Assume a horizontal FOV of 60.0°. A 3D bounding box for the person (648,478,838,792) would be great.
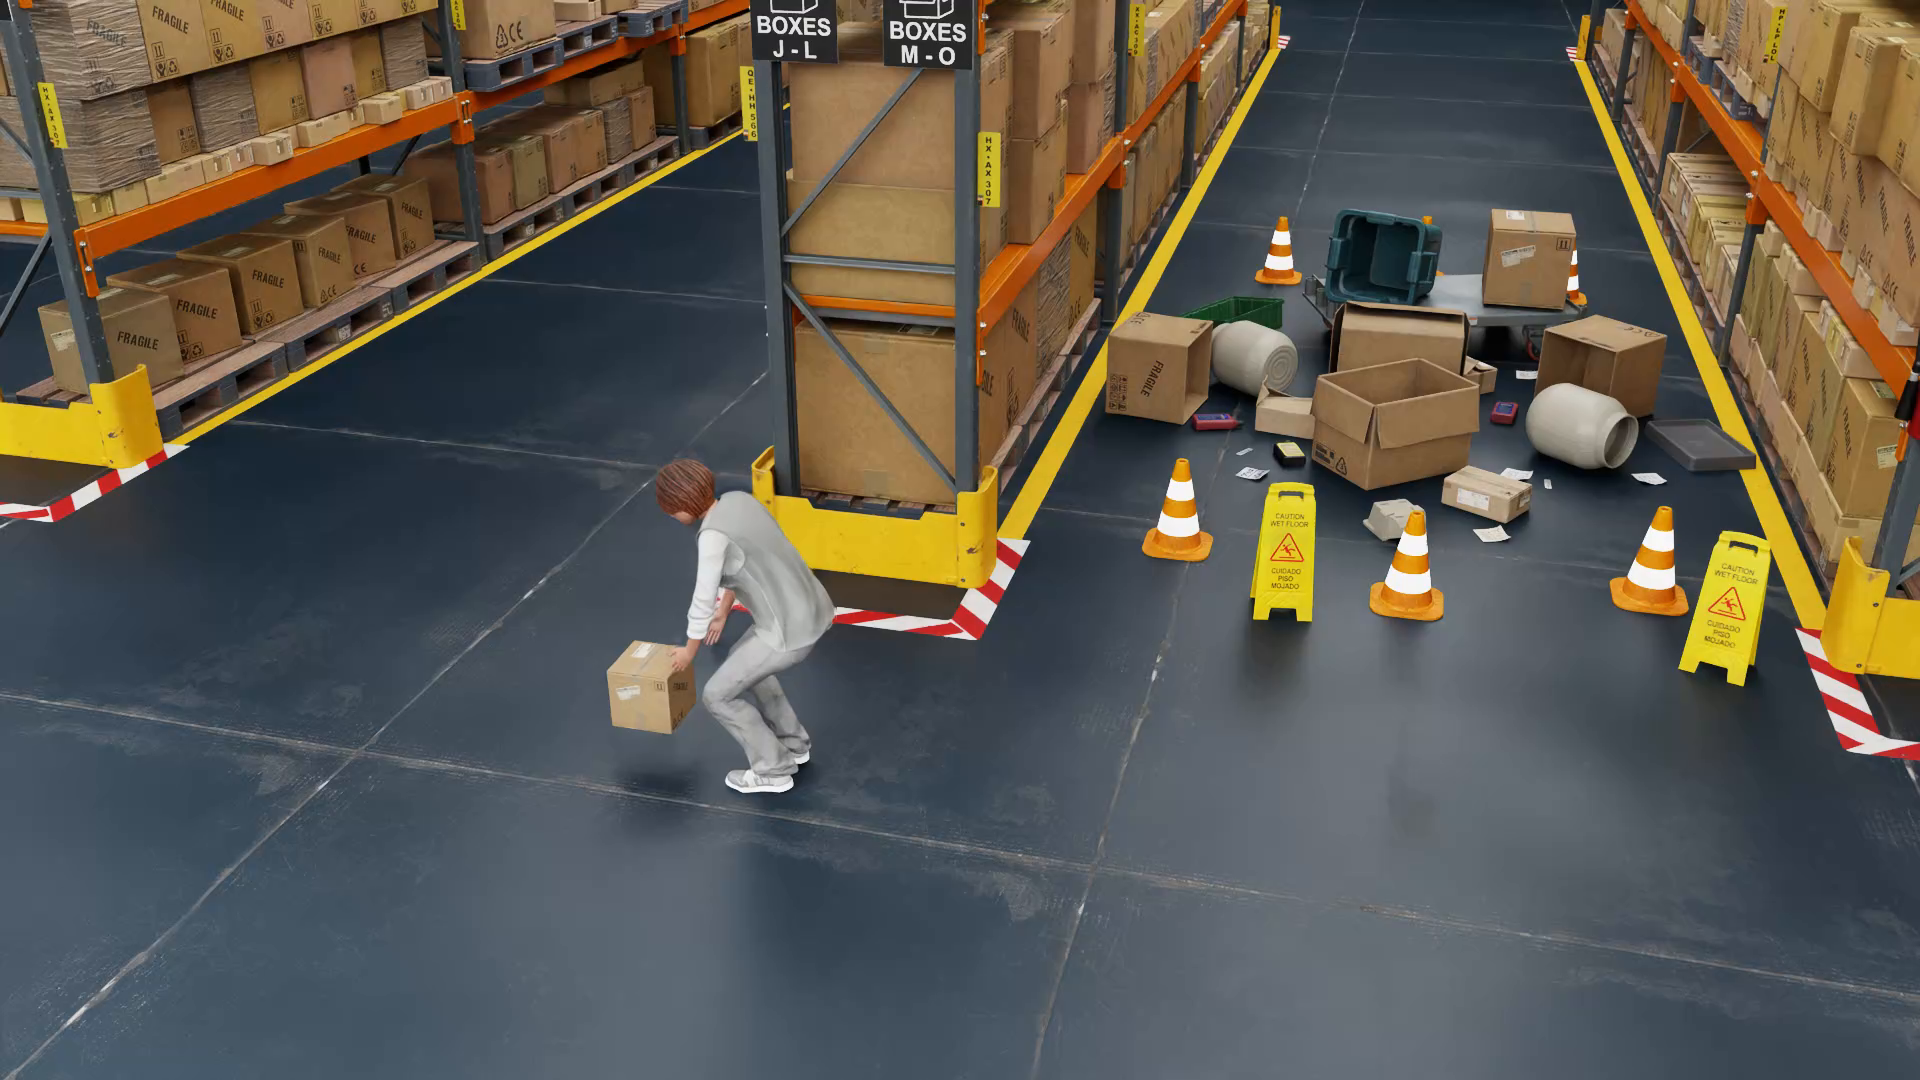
[{"bbox_3d":[-0.809,0.371,6.265,0.685,1.244,0.463,6,26,13],"label":"person"}]
